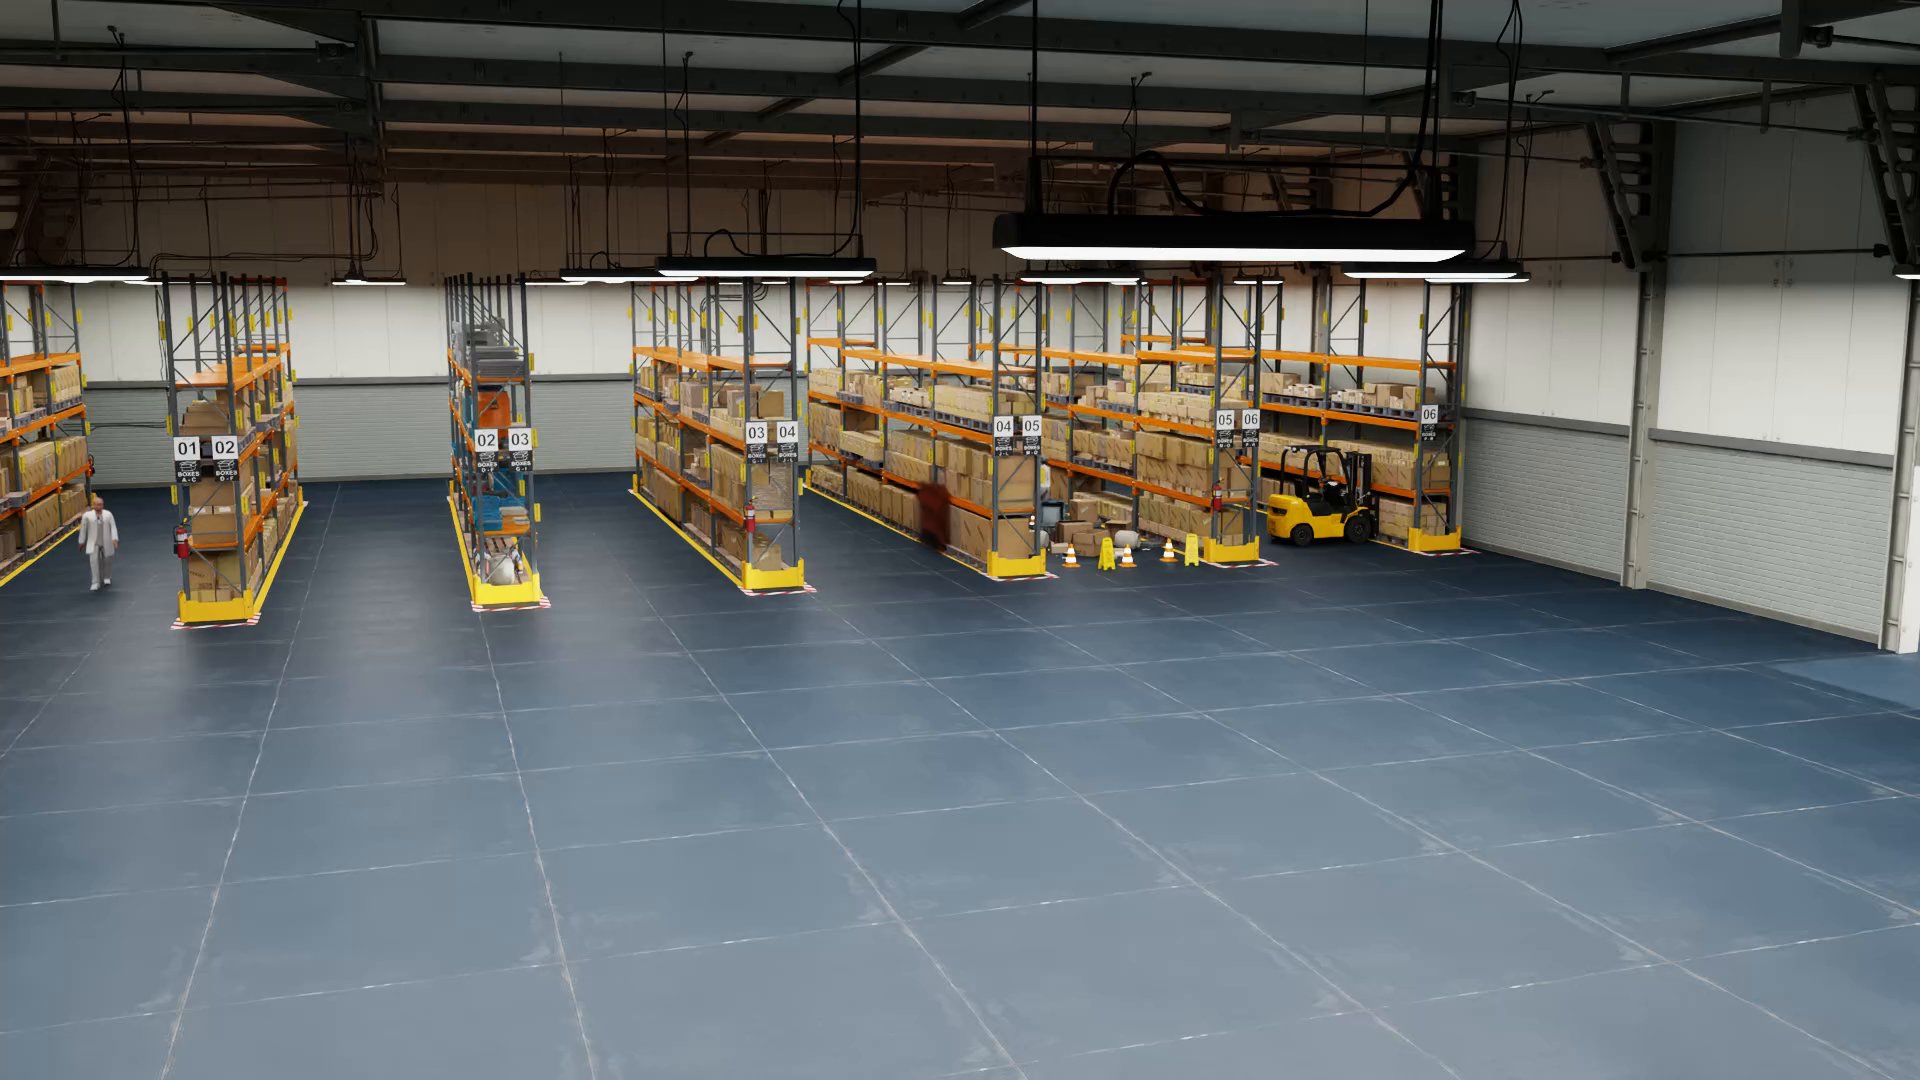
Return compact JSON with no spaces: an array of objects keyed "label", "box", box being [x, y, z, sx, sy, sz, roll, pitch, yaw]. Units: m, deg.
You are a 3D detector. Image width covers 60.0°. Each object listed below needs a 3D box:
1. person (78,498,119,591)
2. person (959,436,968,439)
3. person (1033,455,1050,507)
[{"label":"person","box":[-16.494,0.105,31.830,0.689,1.614,1.114,-5,10,-28]},{"label":"person","box":[0.259,-3.096,52.891,1.016,1.680,0.524,-7,11,-37]},{"label":"person","box":[2.026,-1.233,40.751,0.373,1.704,0.519,7,11,40]}]
